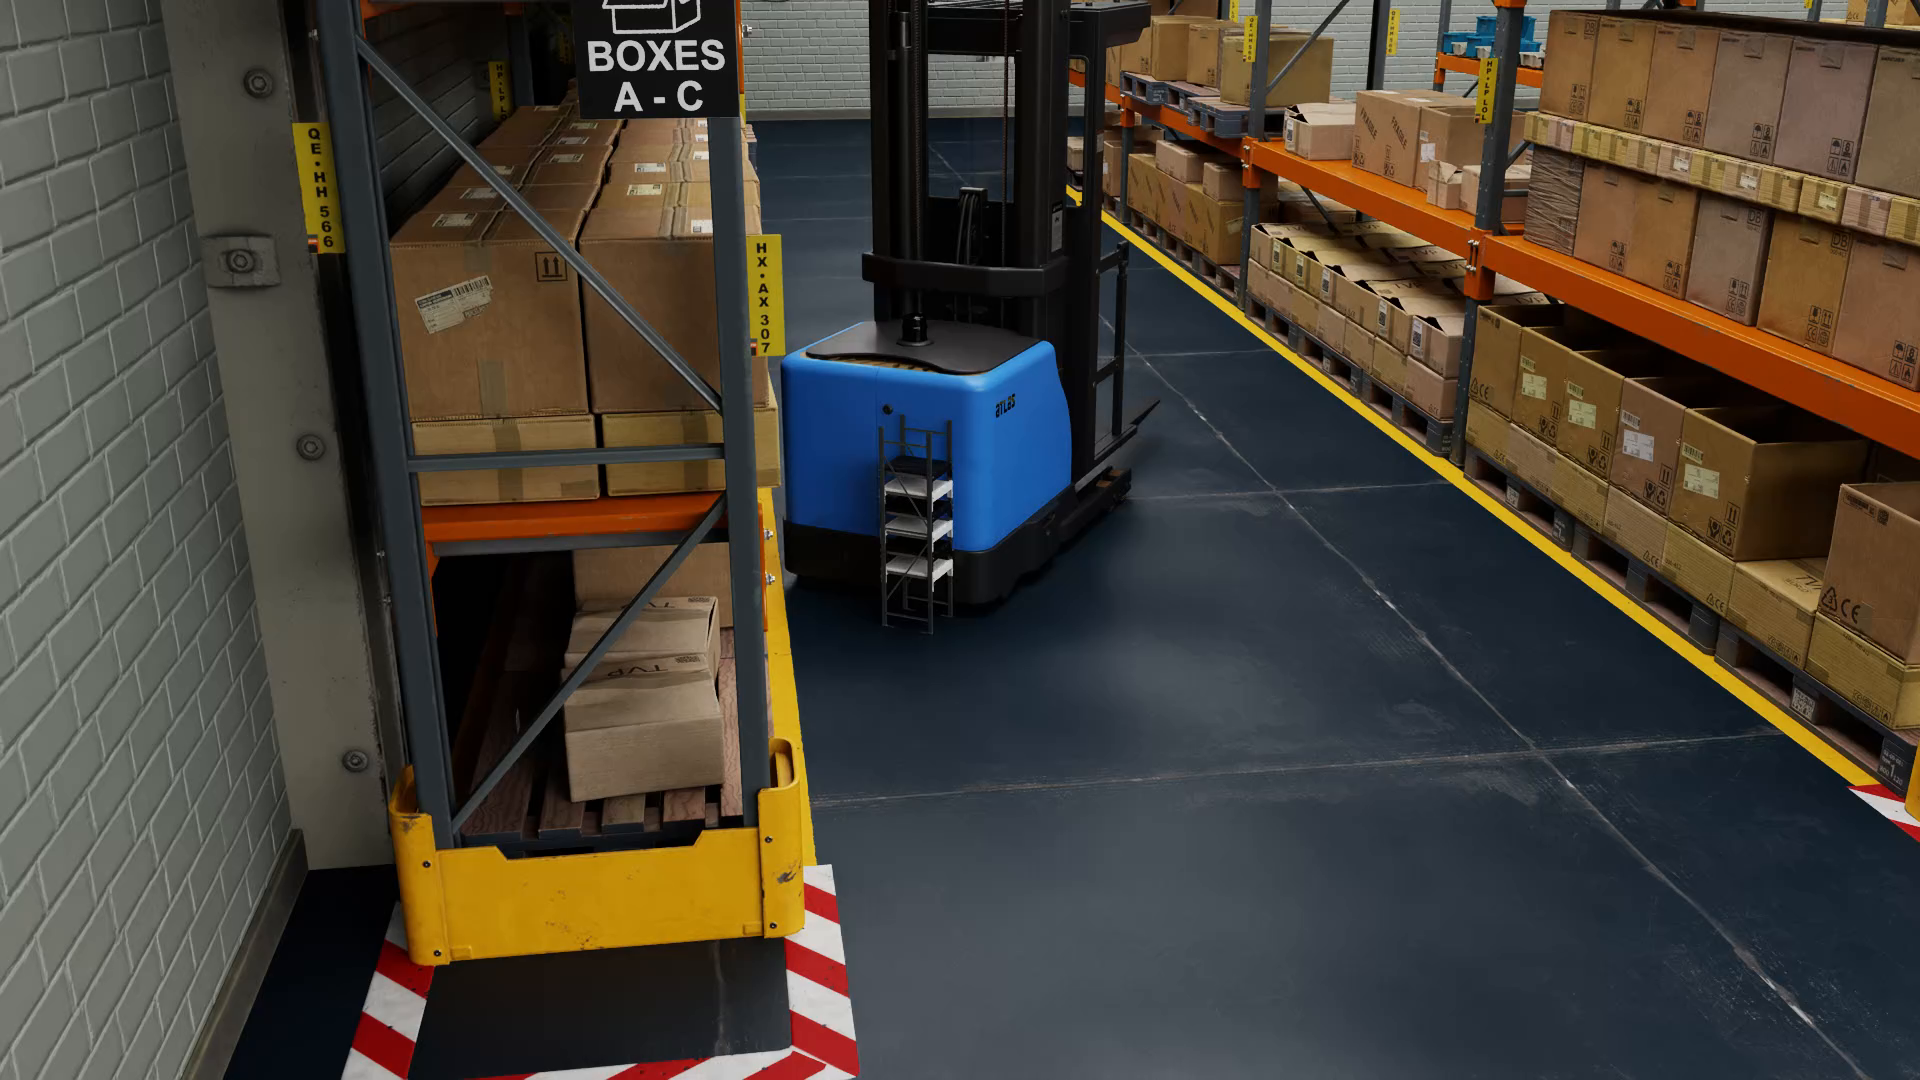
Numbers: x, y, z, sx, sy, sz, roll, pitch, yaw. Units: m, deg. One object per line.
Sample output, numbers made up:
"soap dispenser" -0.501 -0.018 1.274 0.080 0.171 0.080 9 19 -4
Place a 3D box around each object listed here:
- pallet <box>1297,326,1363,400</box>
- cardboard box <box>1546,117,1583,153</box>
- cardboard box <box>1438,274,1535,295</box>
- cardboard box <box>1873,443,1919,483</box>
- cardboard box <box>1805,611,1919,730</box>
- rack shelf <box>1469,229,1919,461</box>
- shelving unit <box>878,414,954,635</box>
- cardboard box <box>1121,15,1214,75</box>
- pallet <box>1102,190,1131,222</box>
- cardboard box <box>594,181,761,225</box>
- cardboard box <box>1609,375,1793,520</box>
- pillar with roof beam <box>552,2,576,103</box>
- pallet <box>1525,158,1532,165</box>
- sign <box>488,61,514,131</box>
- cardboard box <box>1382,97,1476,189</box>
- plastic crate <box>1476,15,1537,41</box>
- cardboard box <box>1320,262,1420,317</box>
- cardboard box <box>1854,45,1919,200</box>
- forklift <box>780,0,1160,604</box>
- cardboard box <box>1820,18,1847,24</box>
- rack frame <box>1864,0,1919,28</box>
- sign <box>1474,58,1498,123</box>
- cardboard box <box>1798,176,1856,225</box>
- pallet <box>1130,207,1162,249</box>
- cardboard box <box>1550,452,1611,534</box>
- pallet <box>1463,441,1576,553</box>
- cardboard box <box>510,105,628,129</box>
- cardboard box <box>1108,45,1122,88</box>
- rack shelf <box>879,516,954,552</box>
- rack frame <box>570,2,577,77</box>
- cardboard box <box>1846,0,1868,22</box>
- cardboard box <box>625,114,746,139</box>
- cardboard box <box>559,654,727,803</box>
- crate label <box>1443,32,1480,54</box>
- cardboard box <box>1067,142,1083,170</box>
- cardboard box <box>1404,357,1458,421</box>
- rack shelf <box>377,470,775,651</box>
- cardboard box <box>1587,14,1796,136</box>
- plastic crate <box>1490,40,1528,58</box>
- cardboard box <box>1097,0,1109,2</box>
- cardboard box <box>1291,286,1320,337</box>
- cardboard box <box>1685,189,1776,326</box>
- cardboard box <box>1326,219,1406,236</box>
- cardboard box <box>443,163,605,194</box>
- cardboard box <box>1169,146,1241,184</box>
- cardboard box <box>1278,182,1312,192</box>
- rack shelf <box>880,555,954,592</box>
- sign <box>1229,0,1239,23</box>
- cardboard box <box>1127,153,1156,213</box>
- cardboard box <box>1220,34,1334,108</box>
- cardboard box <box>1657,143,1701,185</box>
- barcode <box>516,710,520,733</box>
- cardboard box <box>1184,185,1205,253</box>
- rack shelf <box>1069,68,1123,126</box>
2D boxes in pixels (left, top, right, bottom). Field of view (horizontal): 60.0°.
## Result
"pallet" 2.943 -1.223 11.189 1.003 0.211 1.213 -3 21 -8
"cardboard box" 3.150 -2.014 8.251 0.380 0.149 0.250 -3 21 -7
"cardboard box" 3.311 -1.533 10.561 0.500 0.311 0.500 -4 21 -10
"cardboard box" 3.912 -0.098 6.449 0.500 0.500 0.500 -3 21 -8
"cardboard box" 3.473 0.453 6.047 0.500 0.250 0.500 -3 21 -8
"rack shelf" 3.555 -0.823 7.162 1.077 0.370 4.000 -3 21 -8
"shelving unit" -0.186 -0.066 7.105 0.258 0.900 0.210 9 22 23
"cardboard box" 1.960 -4.691 15.746 0.700 0.500 0.500 -10 23 -26
"pallet" 2.015 -3.554 17.431 1.003 0.211 1.213 -3 21 -8
"cardboard box" -0.891 -0.859 5.344 0.500 0.500 0.500 -3 21 -8
"cardboard box" 3.242 -0.417 7.304 0.500 0.500 0.500 -3 21 -8
"pillar with roof beam" 0.515 -7.598 15.697 9.100 9.000 0.400 -3 21 -8
"pallet" 6.692 -4.241 19.269 1.003 0.211 1.213 -3 21 -8
"sign" -2.184 -2.115 7.937 0.100 0.325 0.005 -3 21 -8
"cardboard box" 3.024 -2.522 10.539 0.500 0.500 0.500 -3 21 -8
"plastic crate" 6.672 -6.194 20.378 0.616 0.435 0.499 -3 21 -8
"cardboard box" 2.705 -1.677 10.947 0.500 0.311 0.500 -3 21 -8
"cardboard box" 3.700 -1.485 5.908 0.700 0.500 0.500 -3 21 -9
"forklift" 0.257 -1.572 8.237 1.130 2.935 3.031 9 22 23
"cardboard box" 11.142 -6.395 20.841 0.500 0.250 0.500 -3 21 -9
"rack frame" 7.592 -3.486 13.263 1.000 3.000 0.127 -3 21 -8
"sign" 2.731 -2.327 8.619 0.100 0.325 0.005 -3 21 -8
"cardboard box" 3.451 -1.299 6.336 0.380 0.149 0.250 -2 21 -6
"pallet" 2.268 -3.037 16.045 1.003 0.211 1.213 -3 21 -8
"cardboard box" 3.167 -0.239 7.898 0.500 0.250 0.500 -3 21 -8
"pallet" 3.340 -0.269 8.635 1.003 0.211 1.213 -3 21 -8
"cardboard box" -1.774 -1.719 7.645 0.500 0.500 0.500 -3 21 -9
"cardboard box" 1.787 -4.830 16.717 0.500 0.500 0.500 -3 21 -7
"rack shelf" -0.186 -0.034 7.117 0.258 0.077 0.200 9 22 23
"rack frame" -2.211 -2.987 11.926 1.000 3.000 0.127 -3 21 -8
"cardboard box" 11.214 -6.573 20.246 0.500 0.500 0.500 -3 21 -9
"cardboard box" -1.183 -1.572 7.251 0.500 0.500 0.500 -3 21 -8
"cardboard box" -1.069 0.593 5.556 0.500 0.311 0.500 -5 21 -14
"crate label" 6.149 -6.104 20.425 0.416 0.233 0.303 -3 21 -8
"cardboard box" 1.479 -4.377 18.949 0.500 0.250 0.500 -3 21 -8
"cardboard box" 2.920 -0.890 9.643 0.500 0.250 0.500 -3 21 -8
"rack shelf" -1.347 -0.572 6.489 1.077 0.370 4.000 -3 21 -8
"cardboard box" 3.411 -2.179 7.767 0.700 0.500 0.500 -3 21 -8
"plastic crate" 6.339 -5.648 19.204 0.416 0.233 0.300 -3 21 -8
"cardboard box" 1.708 -5.477 17.022 0.500 0.500 0.500 -3 21 -9
"cardboard box" 2.629 -1.597 11.533 0.500 0.250 0.500 -3 21 -9
"cardboard box" 3.563 -1.213 7.034 0.700 0.500 0.500 -2 21 -6
"cardboard box" 3.009 -2.240 12.455 0.500 0.311 0.500 -2 21 -6
"cardboard box" -1.478 -1.013 5.756 0.500 0.500 0.500 -3 21 -9
"cardboard box" 2.159 -3.309 14.662 0.500 0.250 0.500 -3 21 -9
"cardboard box" 2.759 -2.800 14.369 0.500 0.500 0.500 -3 21 -8
"rack shelf" -0.186 0.134 7.180 0.258 0.077 0.200 9 22 23
"sign" 2.662 -5.194 16.182 0.100 0.325 0.005 -3 21 -8
"cardboard box" 1.942 -3.478 16.185 0.500 0.500 0.500 -4 21 -10
"cardboard box" 2.488 -3.694 13.076 0.700 0.500 0.500 -10 23 -26
"cardboard box" 3.303 -1.655 7.290 0.380 0.149 0.250 -4 21 -9
"barcode" -1.467 0.602 5.518 0.001 0.075 0.075 -3 21 -8
"cardboard box" 2.249 -2.764 14.273 0.500 0.500 0.500 -4 21 -10
"rack shelf" 1.825 -4.978 18.286 1.077 0.370 4.000 -3 21 -8
